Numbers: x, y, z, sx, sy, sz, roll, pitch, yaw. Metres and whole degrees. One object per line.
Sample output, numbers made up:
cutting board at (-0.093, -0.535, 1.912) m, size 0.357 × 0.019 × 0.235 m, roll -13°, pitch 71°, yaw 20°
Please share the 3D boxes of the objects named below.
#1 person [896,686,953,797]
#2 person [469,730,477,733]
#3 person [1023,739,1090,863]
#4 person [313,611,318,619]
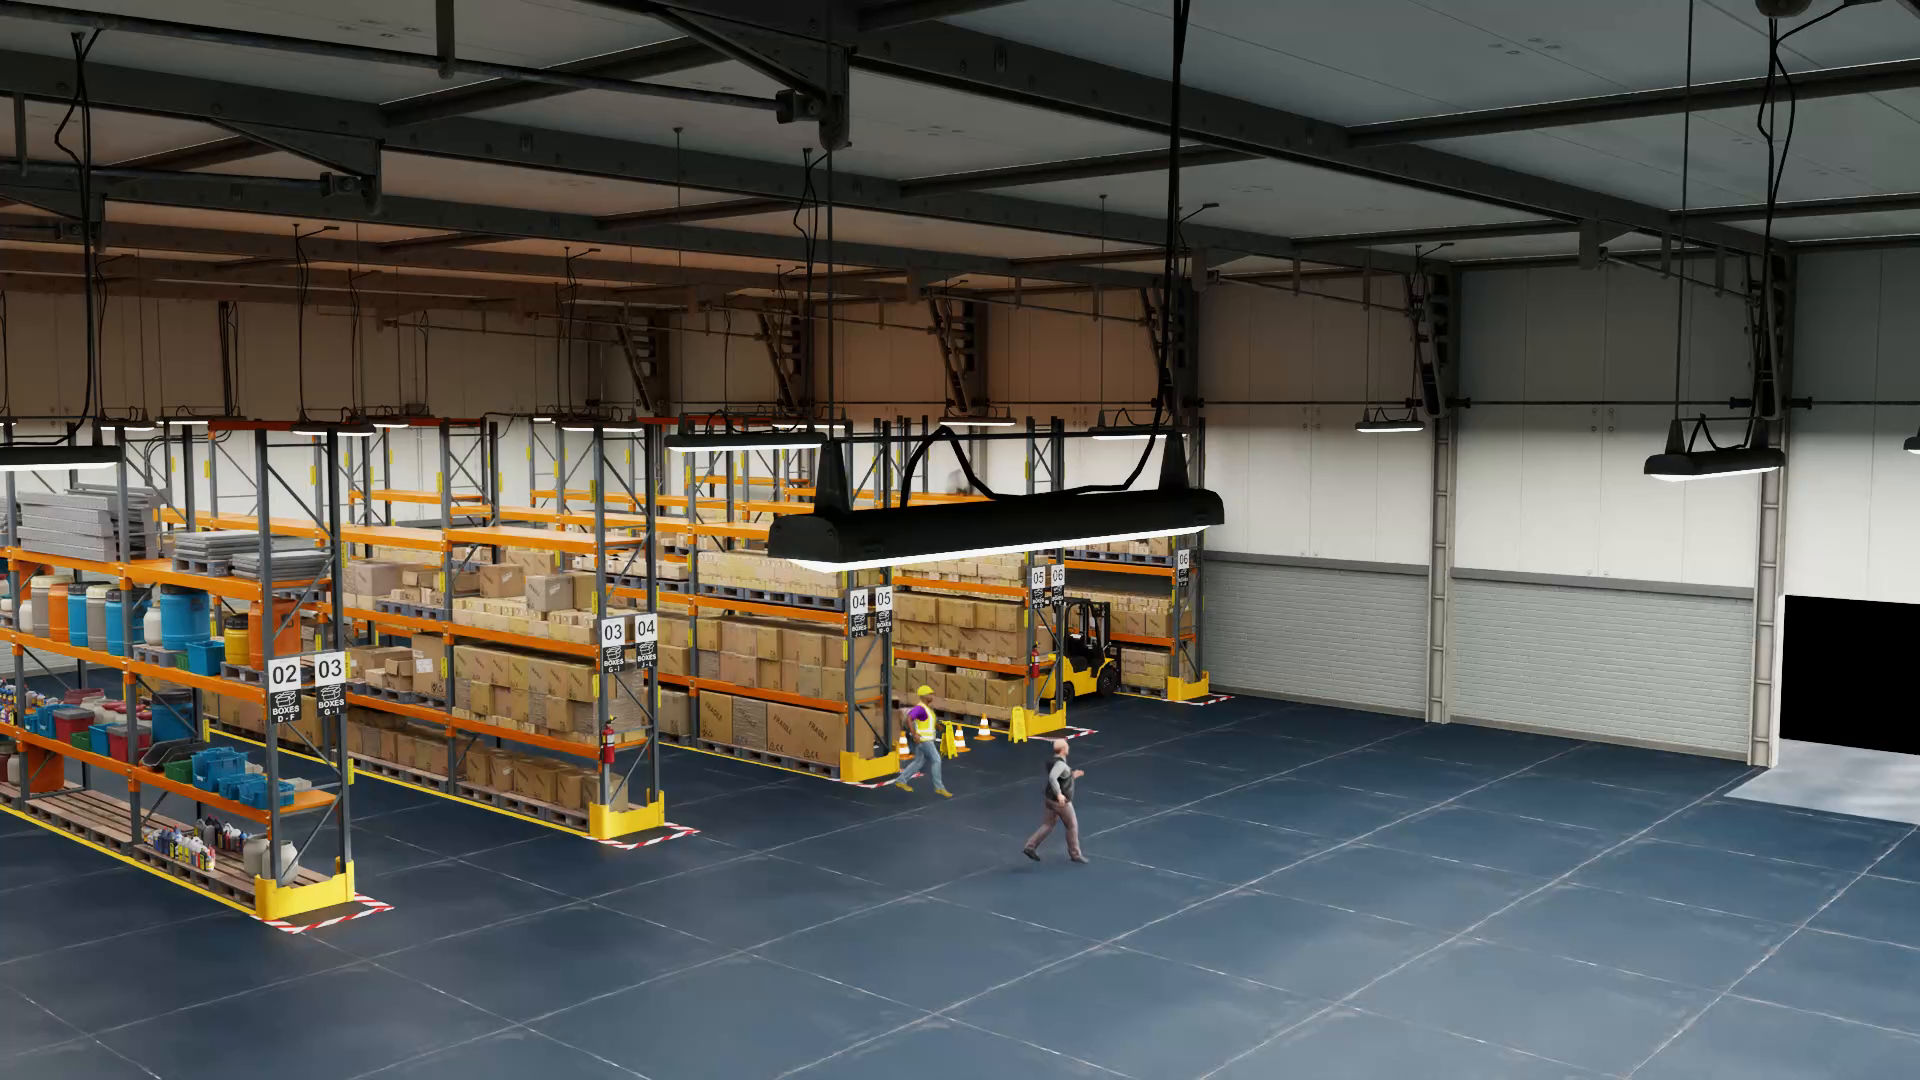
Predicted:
person at (-0.569, 3.219, 26.715) m, size 0.923 × 1.773 × 0.708 m, roll 0°, pitch 5°, yaw 0°
person at (-9.522, 2.770, 31.944) m, size 0.896 × 1.776 × 0.707 m, roll 3°, pitch 6°, yaw 31°
person at (1.321, 3.570, 22.602) m, size 0.953 × 1.715 × 0.645 m, roll -2°, pitch 5°, yaw -21°
person at (-14.168, 2.399, 36.685) m, size 0.752 × 1.794 × 0.704 m, roll -2°, pitch 5°, yaw -22°
